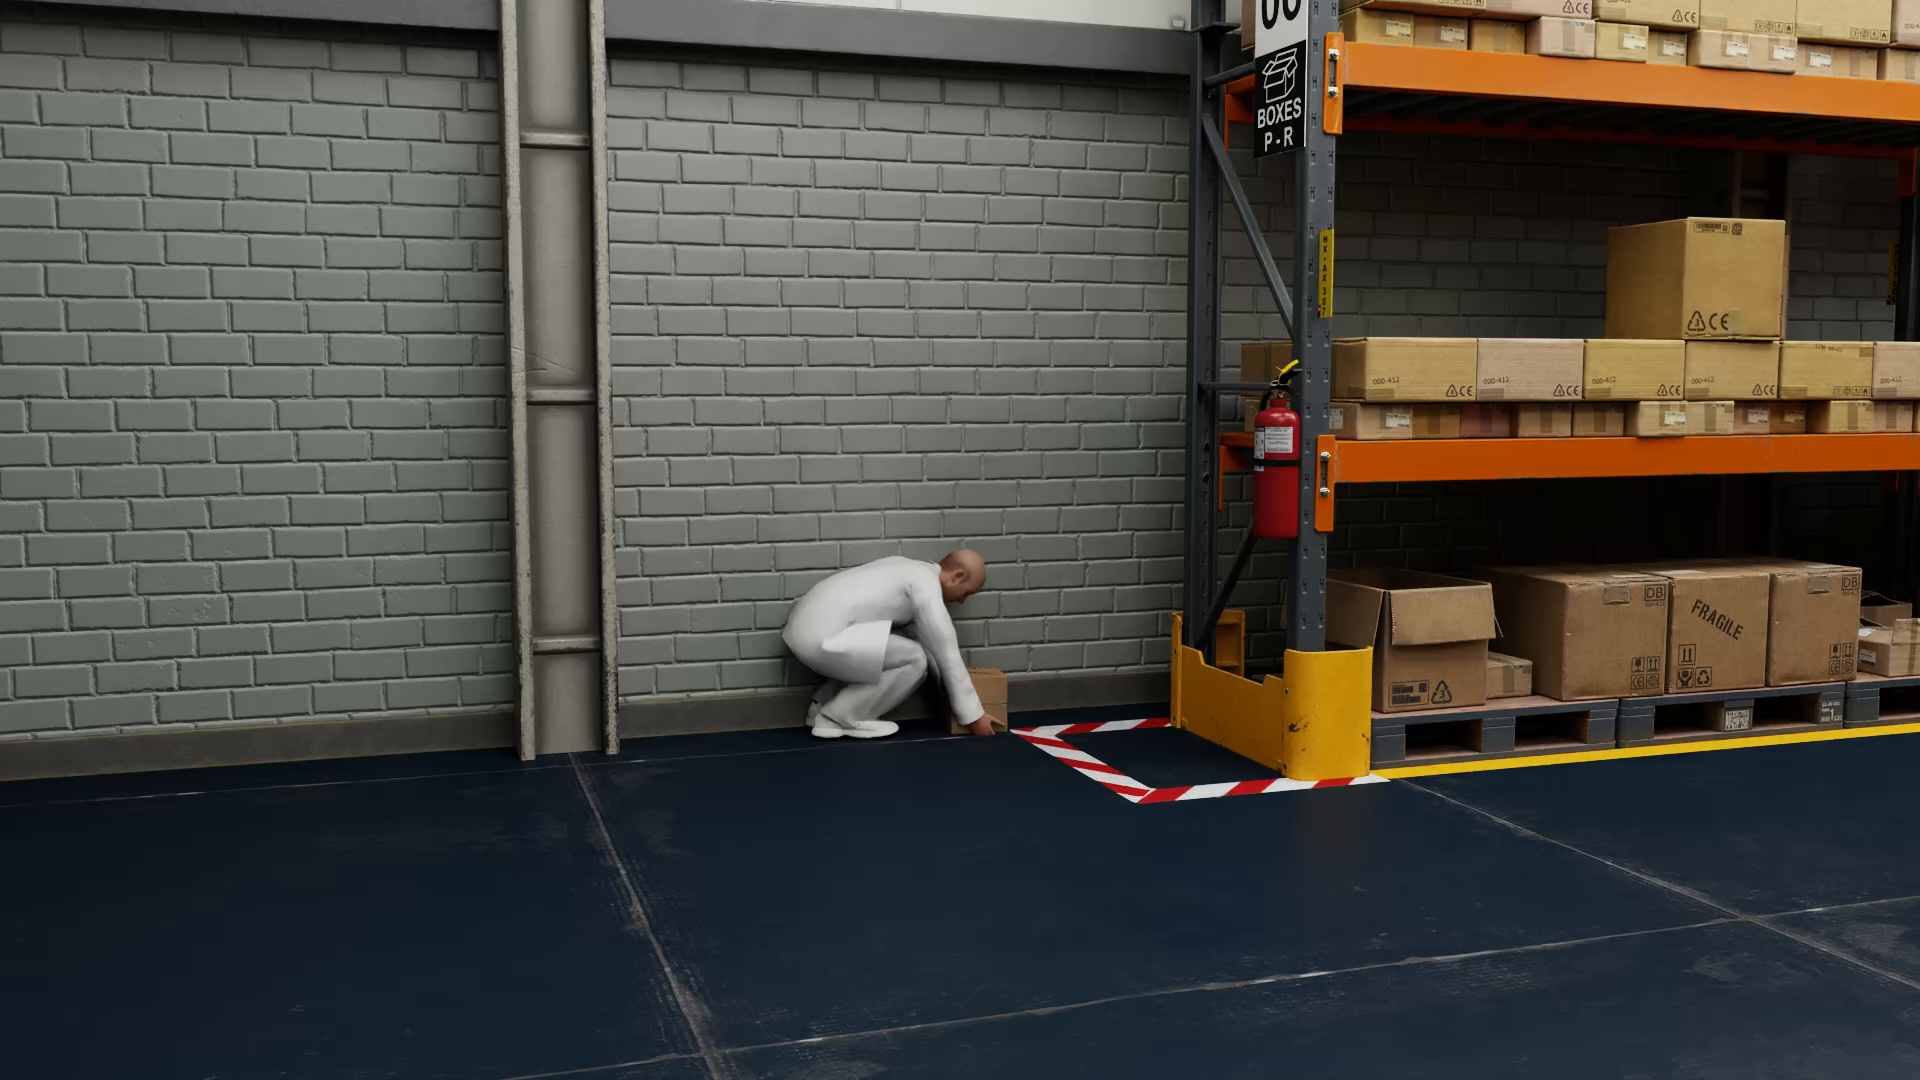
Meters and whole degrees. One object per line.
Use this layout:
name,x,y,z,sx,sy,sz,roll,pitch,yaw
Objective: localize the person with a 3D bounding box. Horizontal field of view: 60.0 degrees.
person,-0.304,0.485,7.299,0.950,0.872,0.580,-1,6,-13
